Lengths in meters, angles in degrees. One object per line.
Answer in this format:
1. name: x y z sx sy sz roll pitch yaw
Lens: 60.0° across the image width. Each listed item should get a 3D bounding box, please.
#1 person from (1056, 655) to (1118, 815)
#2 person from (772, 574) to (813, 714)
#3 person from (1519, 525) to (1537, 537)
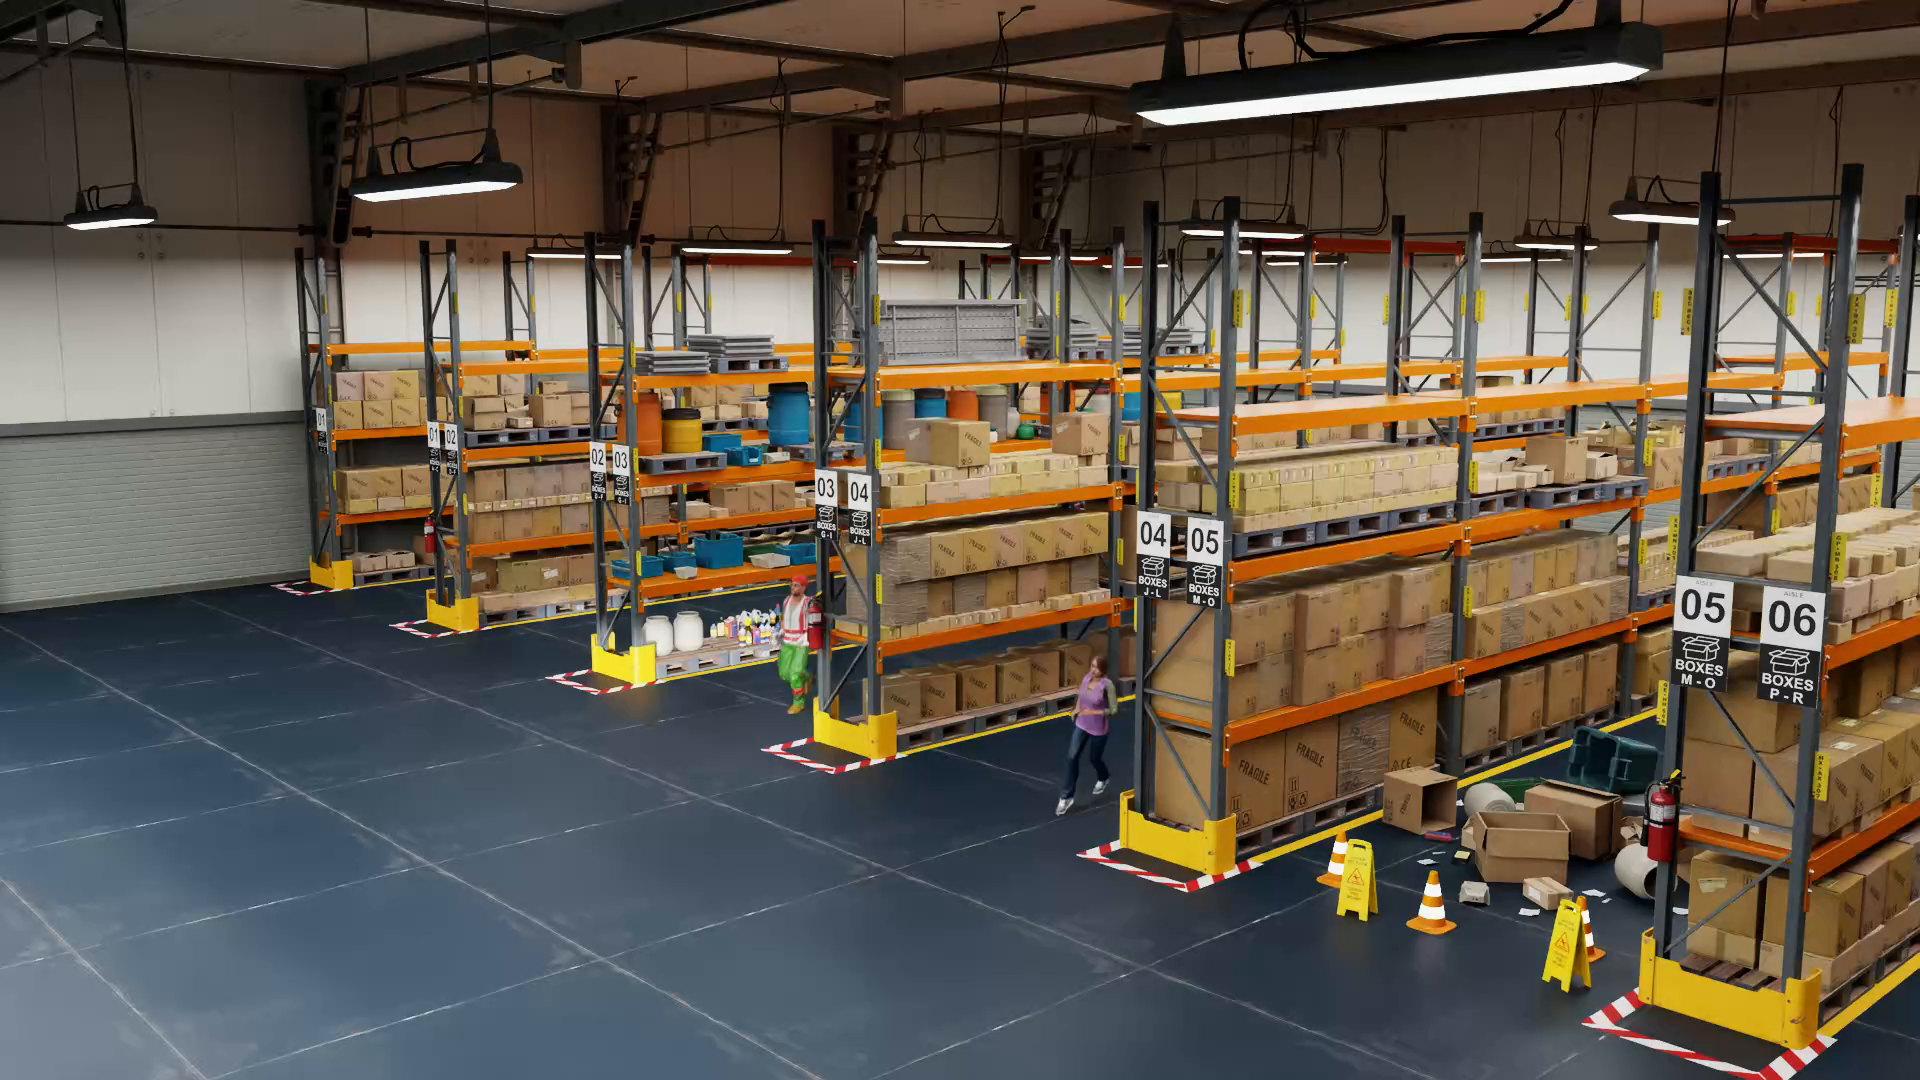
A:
1. person: 1.373 1.935 16.810 0.553 1.599 0.852 5 10 33
2. person: -1.988 1.285 20.765 0.661 1.745 0.596 6 10 34
3. person: 8.807 0.532 25.836 0.664 1.727 0.702 7 11 41
